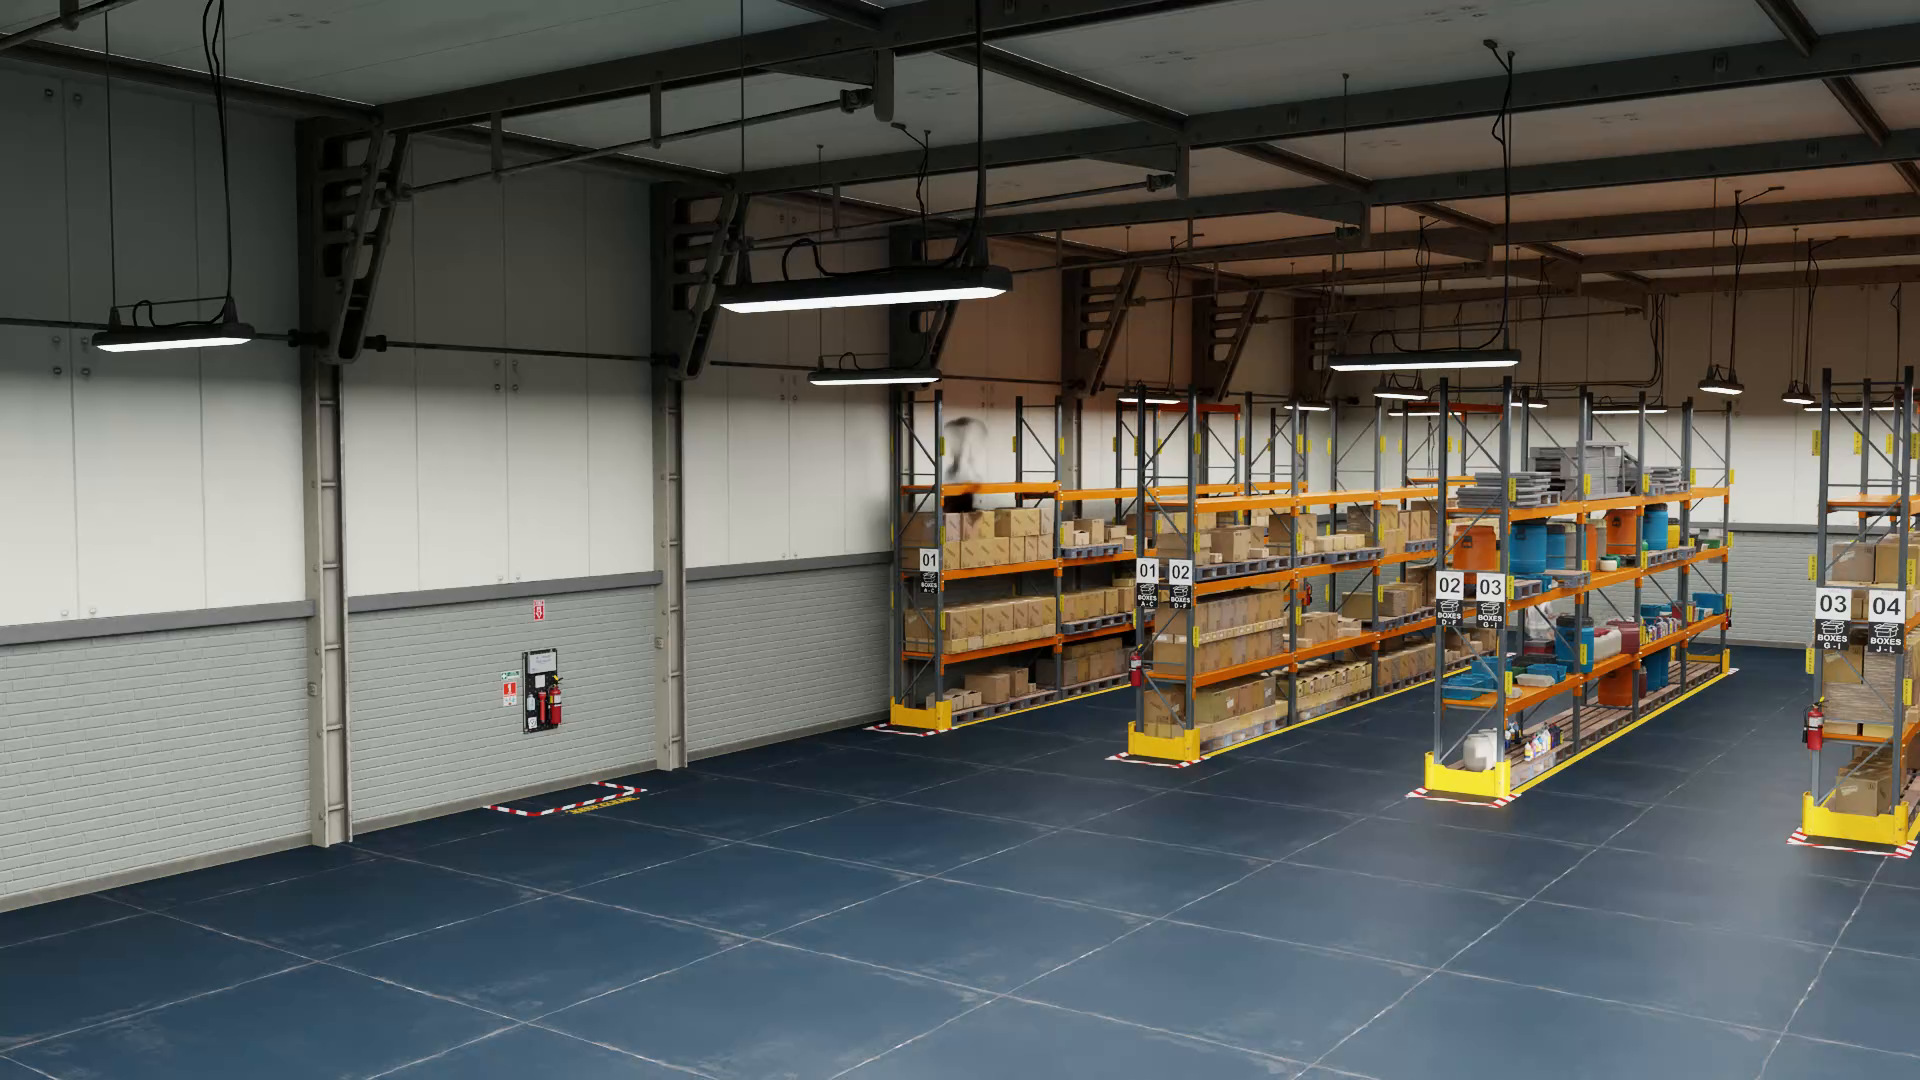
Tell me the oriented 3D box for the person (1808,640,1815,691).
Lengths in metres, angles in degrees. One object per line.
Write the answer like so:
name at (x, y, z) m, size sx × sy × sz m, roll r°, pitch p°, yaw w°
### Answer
person at (16.285, 2.421, 31.350) m, size 0.588 × 1.628 × 0.758 m, roll 2°, pitch 4°, yaw 30°

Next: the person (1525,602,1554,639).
person at (12.975, 2.010, 37.317) m, size 0.685 × 1.796 × 0.885 m, roll 2°, pitch 4°, yaw 32°

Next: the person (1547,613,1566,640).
person at (12.168, 2.290, 33.828) m, size 0.587 × 1.624 × 0.535 m, roll 3°, pitch 4°, yaw 39°
